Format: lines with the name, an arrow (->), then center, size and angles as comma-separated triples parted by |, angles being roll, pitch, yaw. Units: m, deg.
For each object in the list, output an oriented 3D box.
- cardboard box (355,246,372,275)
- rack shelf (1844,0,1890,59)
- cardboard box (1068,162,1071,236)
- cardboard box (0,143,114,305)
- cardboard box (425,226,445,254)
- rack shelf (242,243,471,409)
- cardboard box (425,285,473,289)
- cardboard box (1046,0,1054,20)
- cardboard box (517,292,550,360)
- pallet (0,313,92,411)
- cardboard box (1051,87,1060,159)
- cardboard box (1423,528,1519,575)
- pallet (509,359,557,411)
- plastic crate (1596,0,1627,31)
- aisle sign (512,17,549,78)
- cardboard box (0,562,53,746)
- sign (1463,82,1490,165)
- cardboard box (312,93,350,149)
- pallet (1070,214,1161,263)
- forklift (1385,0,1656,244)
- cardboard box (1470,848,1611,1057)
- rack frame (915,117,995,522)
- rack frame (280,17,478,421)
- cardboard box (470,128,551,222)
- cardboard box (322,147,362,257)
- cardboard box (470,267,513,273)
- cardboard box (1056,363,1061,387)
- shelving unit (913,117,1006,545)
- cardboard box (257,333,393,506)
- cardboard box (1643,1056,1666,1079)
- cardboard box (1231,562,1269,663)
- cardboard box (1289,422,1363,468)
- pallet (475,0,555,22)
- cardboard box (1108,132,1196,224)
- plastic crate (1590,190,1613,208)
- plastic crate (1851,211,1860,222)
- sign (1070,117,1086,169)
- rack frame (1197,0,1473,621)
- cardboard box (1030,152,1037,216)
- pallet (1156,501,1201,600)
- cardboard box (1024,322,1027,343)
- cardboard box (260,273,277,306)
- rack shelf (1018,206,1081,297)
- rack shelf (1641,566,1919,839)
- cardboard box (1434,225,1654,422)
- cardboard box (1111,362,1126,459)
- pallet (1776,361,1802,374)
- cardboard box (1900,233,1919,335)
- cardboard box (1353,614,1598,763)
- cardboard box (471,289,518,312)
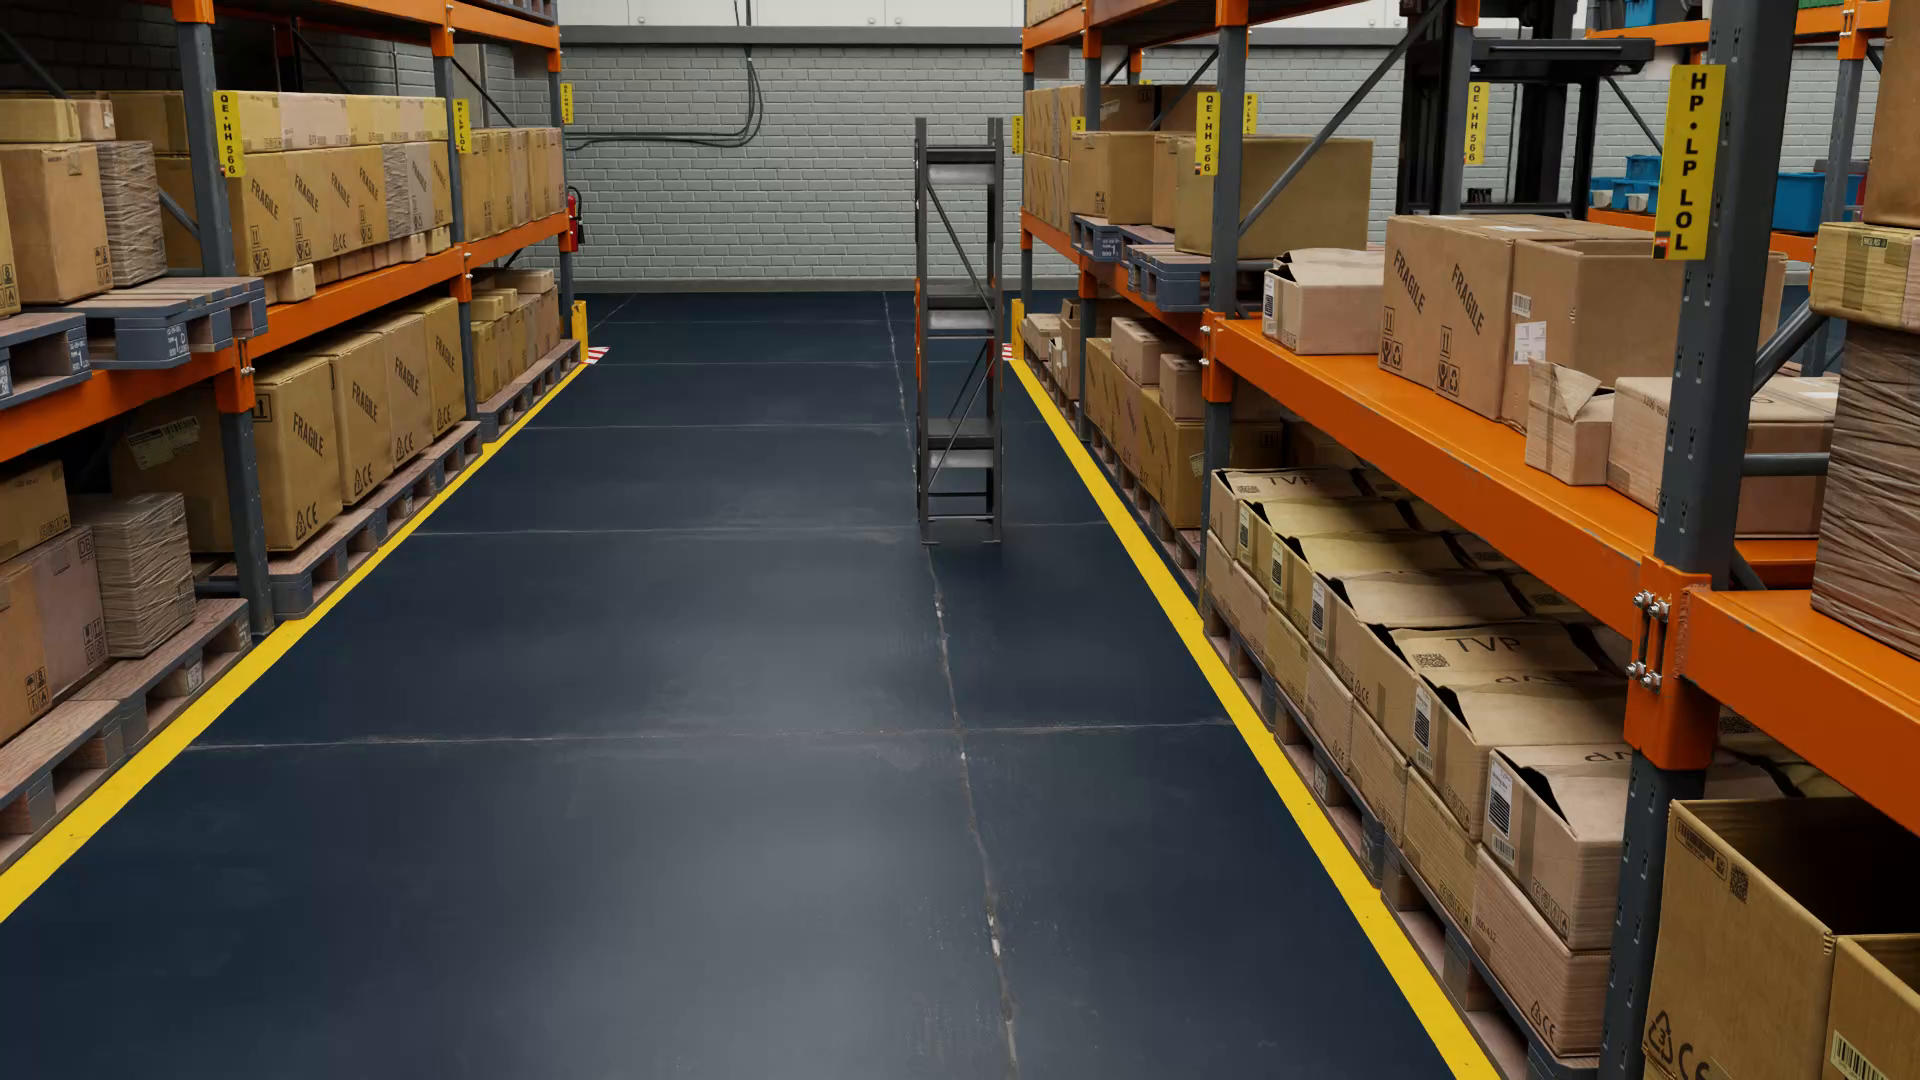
cardboard box -> -3.304, -1.471, 8.688 | 0.380, 0.149, 0.250 | 0, 14, -2
rack shelf -> 6.365, -2.805, 8.834 | 1.077, 0.370, 4.000 | -1, 14, -3
cardboard box -> 1.009, -2.292, 11.213 | 0.500, 0.500, 0.500 | -1, 14, -3
cardboard box -> -3.299, -1.057, 5.531 | 0.700, 0.500, 0.500 | -2, 15, -9
cardboard box -> -3.305, -1.791, 9.933 | 0.380, 0.149, 0.250 | -1, 14, -2
rack shelf -> -3.523, -1.200, 8.613 | 1.077, 0.370, 4.000 | -1, 14, -3
cardboard box -> -3.864, -1.825, 12.470 | 0.380, 0.149, 0.250 | -1, 14, -4
cardboard box -> 0.915, -3.993, 12.307 | 0.500, 0.250, 0.500 | -1, 14, -3
cardboard box -> -3.721, -1.736, 13.428 | 0.700, 0.500, 0.500 | -1, 14, -4
pallet -> -3.236, -0.466, 4.703 | 1.003, 0.211, 1.213 | -1, 14, -3
cardboard box -> 0.941, -3.030, 12.076 | 0.500, 0.500, 0.500 | -1, 14, -3
cardboard box -> 1.890, 0.110, 5.630 | 0.500, 0.311, 0.500 | -1, 14, -4
pallet -> -3.695, -1.190, 12.726 | 1.003, 0.211, 1.213 | -1, 14, -3
plastic crate -> 5.739, -4.483, 14.171 | 0.497, 0.269, 0.590 | -1, 14, -3
aisle sign -> -3.600, -4.322, 14.087 | 0.394, 0.787, 0.004 | -1, 14, -3
cardboard box -> -3.328, 0.378, 5.171 | 0.700, 0.500, 0.500 | -1, 14, -4
sign -> 2.098, -1.698, 6.784 | 0.100, 0.325, 0.005 | -1, 14, -3
cardboard box -> -3.239, -1.991, 7.902 | 0.500, 0.250, 0.500 | -1, 14, -3
pallet -> 1.237, -1.830, 10.003 | 1.003, 0.211, 1.213 | -1, 14, -3
forklift -> 3.053, -1.707, 9.280 | 1.130, 2.935, 3.031 | -1, 14, -3
cardboard box -> 1.477, 0.896, 3.699 | 0.500, 0.250, 0.500 | -1, 14, -4
rack frame -> -0.025, -1.119, 8.661 | 0.400, 2.100, 0.015 | -1, 14, -3
rack frame -> -3.647, -2.046, 10.457 | 1.000, 3.000, 0.127 | -1, 14, -3
cardboard box -> -3.797, -2.878, 13.091 | 0.980, 0.700, 0.700 | -1, 14, -4
cardboard box -> -3.227, -1.632, 8.010 | 0.500, 0.500, 0.500 | -1, 14, -4
cardboard box -> -3.959, -2.203, 13.940 | 0.380, 0.149, 0.250 | -1, 14, -3
cardboard box -> 0.895, -1.185, 11.951 | 0.380, 0.149, 0.250 | -1, 14, -3
shelving unit -> -0.010, -1.058, 8.425 | 0.431, 2.100, 0.503 | -1, 14, -3
cardboard box -> -3.362, -0.616, 8.372 | 0.750, 0.750, 0.750 | -1, 14, -4
cardboard box -> 1.518, 1.115, 2.849 | 0.500, 0.250, 0.500 | -1, 14, -3
cardboard box -> 1.316, 0.260, 6.172 | 0.500, 0.250, 0.500 | -1, 14, -5
cardboard box -> 1.801, -0.248, 7.605 | 0.500, 0.500, 0.500 | 0, 14, -1
pallet -> -3.839, -4.266, 13.244 | 1.003, 0.211, 1.213 | -1, 14, -3
cardboard box -> 1.209, -2.083, 9.561 | 0.700, 0.500, 0.500 | 1, 14, 5
plastic crate -> 5.617, -2.947, 14.370 | 0.250, 0.136, 0.298 | -1, 14, -3
plastic crate -> 6.354, -2.218, 11.535 | 0.396, 0.136, 0.243 | -1, 14, -3
sign -> 0.755, -2.532, 10.610 | 0.100, 0.325, 0.005 | -1, 14, -3
rack frame -> 1.544, -1.128, 6.891 | 1.000, 3.000, 0.127 | -1, 14, -3
cardboard box -> 0.850, -2.924, 13.669 | 0.500, 0.500, 0.500 | -1, 14, -4
pallet -> 1.536, 0.036, 7.963 | 1.003, 0.211, 1.213 | -1, 14, -3
cardboard box -> 0.747, -1.787, 14.255 | 0.380, 0.166, 0.250 | -1, 14, -3
cardboard box -> -3.196, -1.087, 7.196 | 0.380, 0.149, 0.250 | -1, 14, -3
rack shelf -> 1.173, -2.272, 12.781 | 1.077, 0.370, 4.000 | -1, 14, -3
rack shelf -> 1.916, 0.712, 1.181 | 1.077, 0.370, 4.000 | -1, 14, -3
cardboard box -> 1.697, -0.629, 4.749 | 0.500, 0.500, 0.500 | -1, 14, -3
cardboard box -> 1.151, -0.745, 9.534 | 0.500, 0.500, 0.500 | -1, 14, -3
pallet -> 6.078, -1.334, 13.289 | 1.003, 0.211, 1.213 | -1, 14, -3
cardboard box -> 1.631, -0.364, 2.418 | 0.380, 0.149, 0.250 | -1, 14, -3
cardboard box -> 1.414, 0.374, 4.605 | 0.500, 0.311, 0.500 | -1, 14, -4
cardboard box -> -3.463, -1.758, 12.211 | 0.380, 0.149, 0.250 | -1, 14, -5
